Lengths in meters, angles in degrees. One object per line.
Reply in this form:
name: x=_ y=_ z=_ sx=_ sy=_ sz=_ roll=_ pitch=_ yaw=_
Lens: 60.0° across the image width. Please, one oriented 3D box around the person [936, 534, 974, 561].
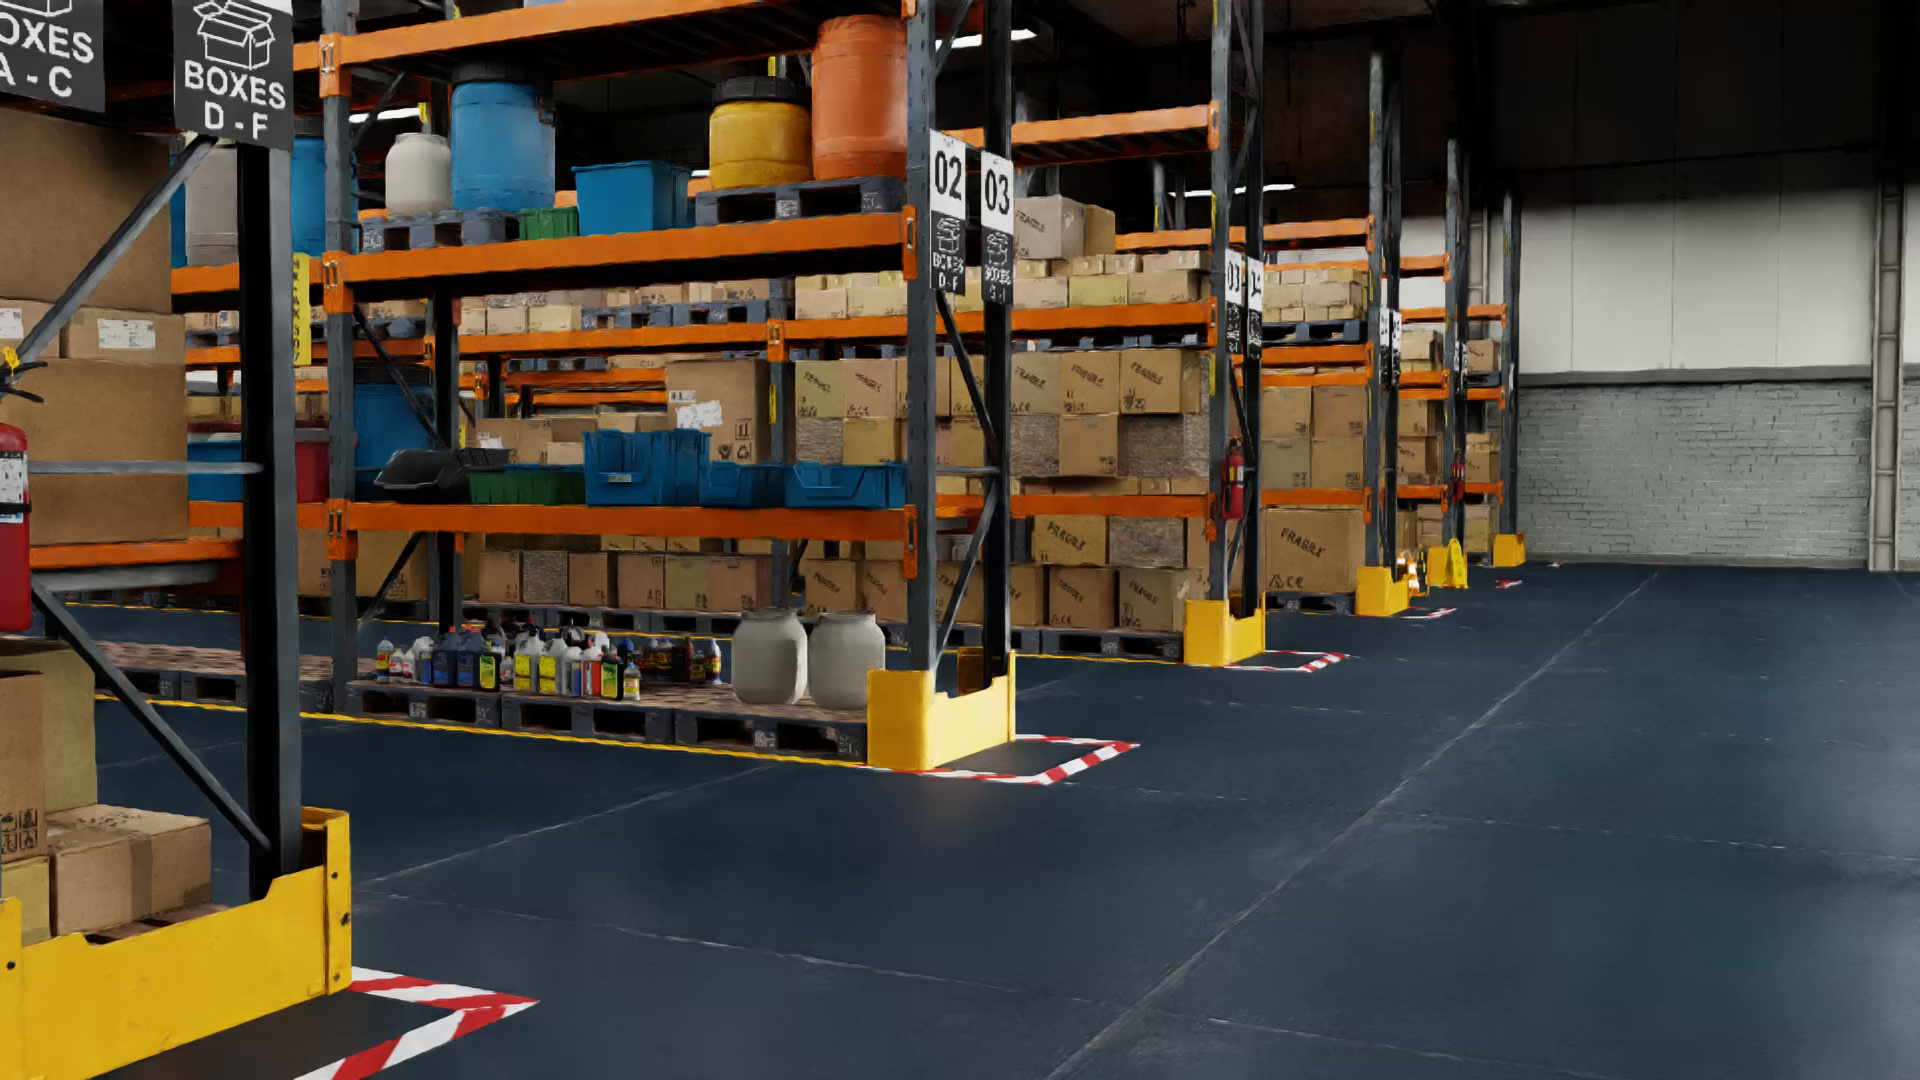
person: x=-0.058 y=-0.110 z=16.269 sx=0.668 sy=1.800 sz=0.393 roll=1 pitch=3 yaw=16
